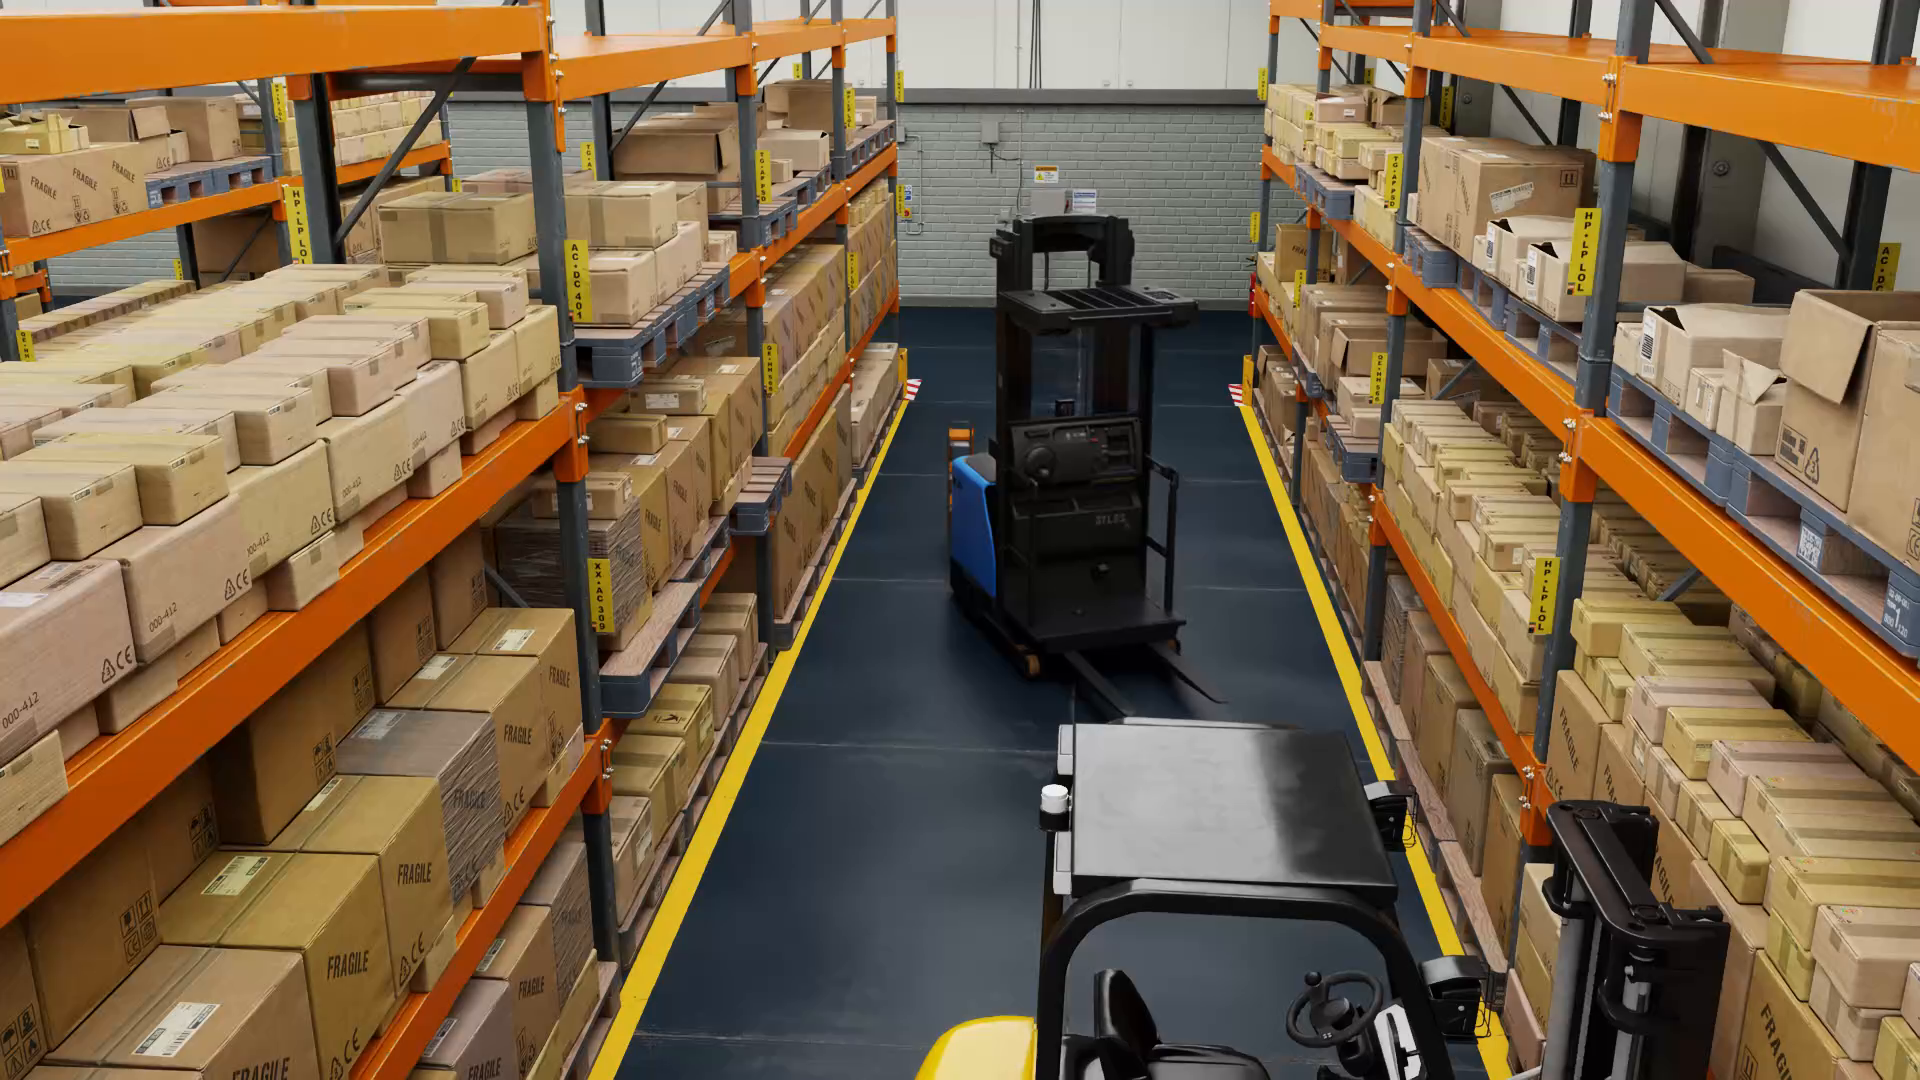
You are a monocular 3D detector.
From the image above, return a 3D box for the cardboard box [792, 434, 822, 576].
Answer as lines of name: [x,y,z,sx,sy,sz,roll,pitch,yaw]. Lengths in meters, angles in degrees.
cardboard box: [-1.570,-0.285,12.714,0.875,0.875,0.875,2,18,5]

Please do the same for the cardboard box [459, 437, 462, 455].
cardboard box: [-1.941,-0.331,5.701,0.380,0.149,0.250,1,18,2]

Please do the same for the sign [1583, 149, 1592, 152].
sign: [3.734,-2.190,10.015,0.100,0.325,0.005,1,18,4]

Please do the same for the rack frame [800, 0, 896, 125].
rack frame: [-1.196,-5.941,17.603,1.000,3.000,0.127,1,18,4]

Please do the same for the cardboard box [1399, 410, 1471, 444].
cardboard box: [2.847,-0.677,9.968,0.380,0.149,0.250,2,18,5]

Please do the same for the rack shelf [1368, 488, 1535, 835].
rack shelf: [3.038,0.467,8.836,1.077,0.370,4.000,1,18,4]

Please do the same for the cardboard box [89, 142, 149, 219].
cardboard box: [-6.349,-2.640,12.185,0.500,0.500,0.500,1,18,4]

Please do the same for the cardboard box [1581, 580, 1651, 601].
cardboard box: [2.697,0.279,7.051,0.380,0.149,0.250,2,18,6]

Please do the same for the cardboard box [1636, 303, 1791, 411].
cardboard box: [2.592,-0.631,5.523,0.500,0.311,0.500,2,18,5]

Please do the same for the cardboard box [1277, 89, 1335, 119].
cardboard box: [3.395,-4.268,16.274,0.500,0.250,0.500,1,18,3]

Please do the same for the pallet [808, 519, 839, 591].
pallet: [-1.548,0.098,13.284,1.003,0.211,1.213,1,18,4]

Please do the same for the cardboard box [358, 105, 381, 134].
cardboard box: [-6.043,-4.138,16.356,0.500,0.250,0.500,0,18,2]

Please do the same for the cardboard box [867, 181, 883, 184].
cardboard box: [-1.017,-3.726,17.669,0.380,0.149,0.250,2,18,5]

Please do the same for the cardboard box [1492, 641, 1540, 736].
cardboard box: [2.670,0.655,7.348,0.500,0.250,0.500,2,18,5]

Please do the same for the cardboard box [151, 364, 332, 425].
cardboard box: [-1.974,-0.384,4.583,0.380,0.149,0.250,2,18,5]

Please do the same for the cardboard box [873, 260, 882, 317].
cardboard box: [-1.069,-2.506,16.593,0.500,0.500,0.500,2,18,6]

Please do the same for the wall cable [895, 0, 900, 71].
wall cable: [-1.070,-7.714,23.014,0.463,3.000,0.029,1,18,4]

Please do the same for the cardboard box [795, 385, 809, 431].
cardboard box: [-1.421,-1.004,12.410,0.500,0.250,0.500,2,18,6]

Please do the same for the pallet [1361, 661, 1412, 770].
pallet: [3.083,1.084,10.277,1.003,0.211,1.213,1,18,4]

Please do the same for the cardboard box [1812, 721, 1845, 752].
cardboard box: [3.137,0.738,5.652,0.380,0.149,0.250,1,18,4]

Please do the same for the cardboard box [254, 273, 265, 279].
cardboard box: [-6.141,-2.264,15.378,0.500,0.500,0.500,1,18,3]

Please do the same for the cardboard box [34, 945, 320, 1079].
cardboard box: [-1.999,1.388,4.231,0.500,0.500,0.500,2,18,6]

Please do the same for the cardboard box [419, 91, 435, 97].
cardboard box: [-5.872,-4.841,17.860,0.380,0.149,0.250,1,18,3]

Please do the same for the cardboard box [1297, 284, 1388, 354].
cardboard box: [3.210,-1.840,13.887,0.700,0.500,0.500,2,18,5]

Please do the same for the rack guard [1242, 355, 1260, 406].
rack guard: [3.749,-1.769,18.520,1.175,0.500,0.348,1,18,4]

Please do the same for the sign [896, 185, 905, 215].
sign: [-0.656,-3.737,18.270,0.100,0.325,0.005,1,18,4]

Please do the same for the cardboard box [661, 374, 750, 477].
cardboard box: [-1.551,-0.686,9.887,0.500,0.500,0.500,1,18,3]

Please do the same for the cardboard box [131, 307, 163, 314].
cardboard box: [-6.356,-1.756,13.239,0.380,0.149,0.250,0,18,1]

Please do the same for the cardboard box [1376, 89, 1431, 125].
cardboard box: [3.528,-3.450,13.244,0.396,0.266,0.258,1,18,4]

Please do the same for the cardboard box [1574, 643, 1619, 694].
cardboard box: [2.609,0.483,6.428,0.380,0.149,0.250,1,18,3]

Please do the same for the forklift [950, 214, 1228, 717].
forklift: [0.861,-0.606,11.065,1.130,2.935,3.031,-6,19,-17]

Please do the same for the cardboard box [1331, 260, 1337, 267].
cardboard box: [3.948,-2.742,17.237,0.500,0.250,0.500,1,18,4]

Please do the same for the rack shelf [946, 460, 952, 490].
rack shelf: [0.004,-0.505,13.814,0.215,0.259,0.240,1,18,4]

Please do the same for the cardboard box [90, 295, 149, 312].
cardboard box: [-6.970,-1.934,13.783,0.380,0.149,0.250,1,18,3]

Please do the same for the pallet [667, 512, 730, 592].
pallet: [-1.871,0.101,9.105,1.003,0.211,1.213,1,18,4]

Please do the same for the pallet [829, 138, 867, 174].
pallet: [-1.414,-3.485,15.068,1.003,0.211,1.213,1,18,4]

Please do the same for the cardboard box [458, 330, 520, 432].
cardboard box: [-1.855,-0.559,5.758,0.500,0.250,0.500,1,18,3]

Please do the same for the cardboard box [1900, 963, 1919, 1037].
cardboard box: [2.494,1.141,3.945,0.380,0.149,0.250,1,18,4]

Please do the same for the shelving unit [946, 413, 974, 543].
shelving unit: [0.004,-0.516,13.810,0.215,1.050,0.252,1,18,4]

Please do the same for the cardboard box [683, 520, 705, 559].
cardboard box: [-1.581,-0.012,8.873,0.380,0.149,0.250,2,18,6]

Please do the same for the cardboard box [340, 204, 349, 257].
cardboard box: [-6.130,-2.887,15.673,0.500,0.500,0.500,1,18,2]

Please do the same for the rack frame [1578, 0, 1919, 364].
rack frame: [2.894,-2.105,5.895,1.000,3.000,0.127,1,18,4]

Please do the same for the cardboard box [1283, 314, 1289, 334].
cardboard box: [3.267,-2.047,15.757,0.380,0.149,0.250,1,18,3]

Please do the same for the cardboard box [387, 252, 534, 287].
cardboard box: [-2.159,-1.102,7.218,0.500,0.250,0.500,1,18,3]

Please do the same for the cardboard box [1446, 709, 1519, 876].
cardboard box: [2.984,1.272,8.363,0.875,0.625,0.625,1,18,3]

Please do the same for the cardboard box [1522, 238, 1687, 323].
cardboard box: [2.703,-1.114,6.997,0.500,0.311,0.500,1,18,2]

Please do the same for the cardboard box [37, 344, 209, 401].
cardboard box: [-2.434,-0.473,4.856,0.380,0.149,0.250,2,18,5]

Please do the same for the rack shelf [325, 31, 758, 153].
rack shelf: [-1.913,-2.304,8.299,1.077,0.370,4.000,1,18,4]

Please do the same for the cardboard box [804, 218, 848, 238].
cardboard box: [-1.202,-2.771,14.755,0.380,0.149,0.250,1,18,3]

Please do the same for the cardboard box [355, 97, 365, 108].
cardboard box: [-6.018,-4.282,16.155,0.380,0.149,0.250,1,18,2]

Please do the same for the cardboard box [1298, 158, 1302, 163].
cardboard box: [3.270,-3.398,15.063,0.380,0.149,0.250,1,18,4]

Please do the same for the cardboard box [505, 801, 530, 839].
cardboard box: [-1.883,1.019,6.398,0.380,0.149,0.250,1,18,4]

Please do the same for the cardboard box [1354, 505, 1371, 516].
cardboard box: [3.015,-0.141,11.836,0.380,0.149,0.250,1,18,2]

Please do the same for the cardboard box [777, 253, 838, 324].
cardboard box: [-1.295,-2.066,13.643,0.500,0.500,0.500,2,18,5]

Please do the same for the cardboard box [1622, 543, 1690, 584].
cardboard box: [3.224,0.126,7.518,0.380,0.149,0.250,1,18,4]

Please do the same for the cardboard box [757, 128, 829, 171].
cardboard box: [-1.337,-3.152,13.378,0.500,0.311,0.500,1,18,4]

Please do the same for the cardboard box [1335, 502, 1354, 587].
cardboard box: [3.078,0.038,12.329,0.500,0.500,0.500,2,18,6]

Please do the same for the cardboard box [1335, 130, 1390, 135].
cardboard box: [3.049,-3.027,12.616,0.380,0.149,0.250,2,18,5]
